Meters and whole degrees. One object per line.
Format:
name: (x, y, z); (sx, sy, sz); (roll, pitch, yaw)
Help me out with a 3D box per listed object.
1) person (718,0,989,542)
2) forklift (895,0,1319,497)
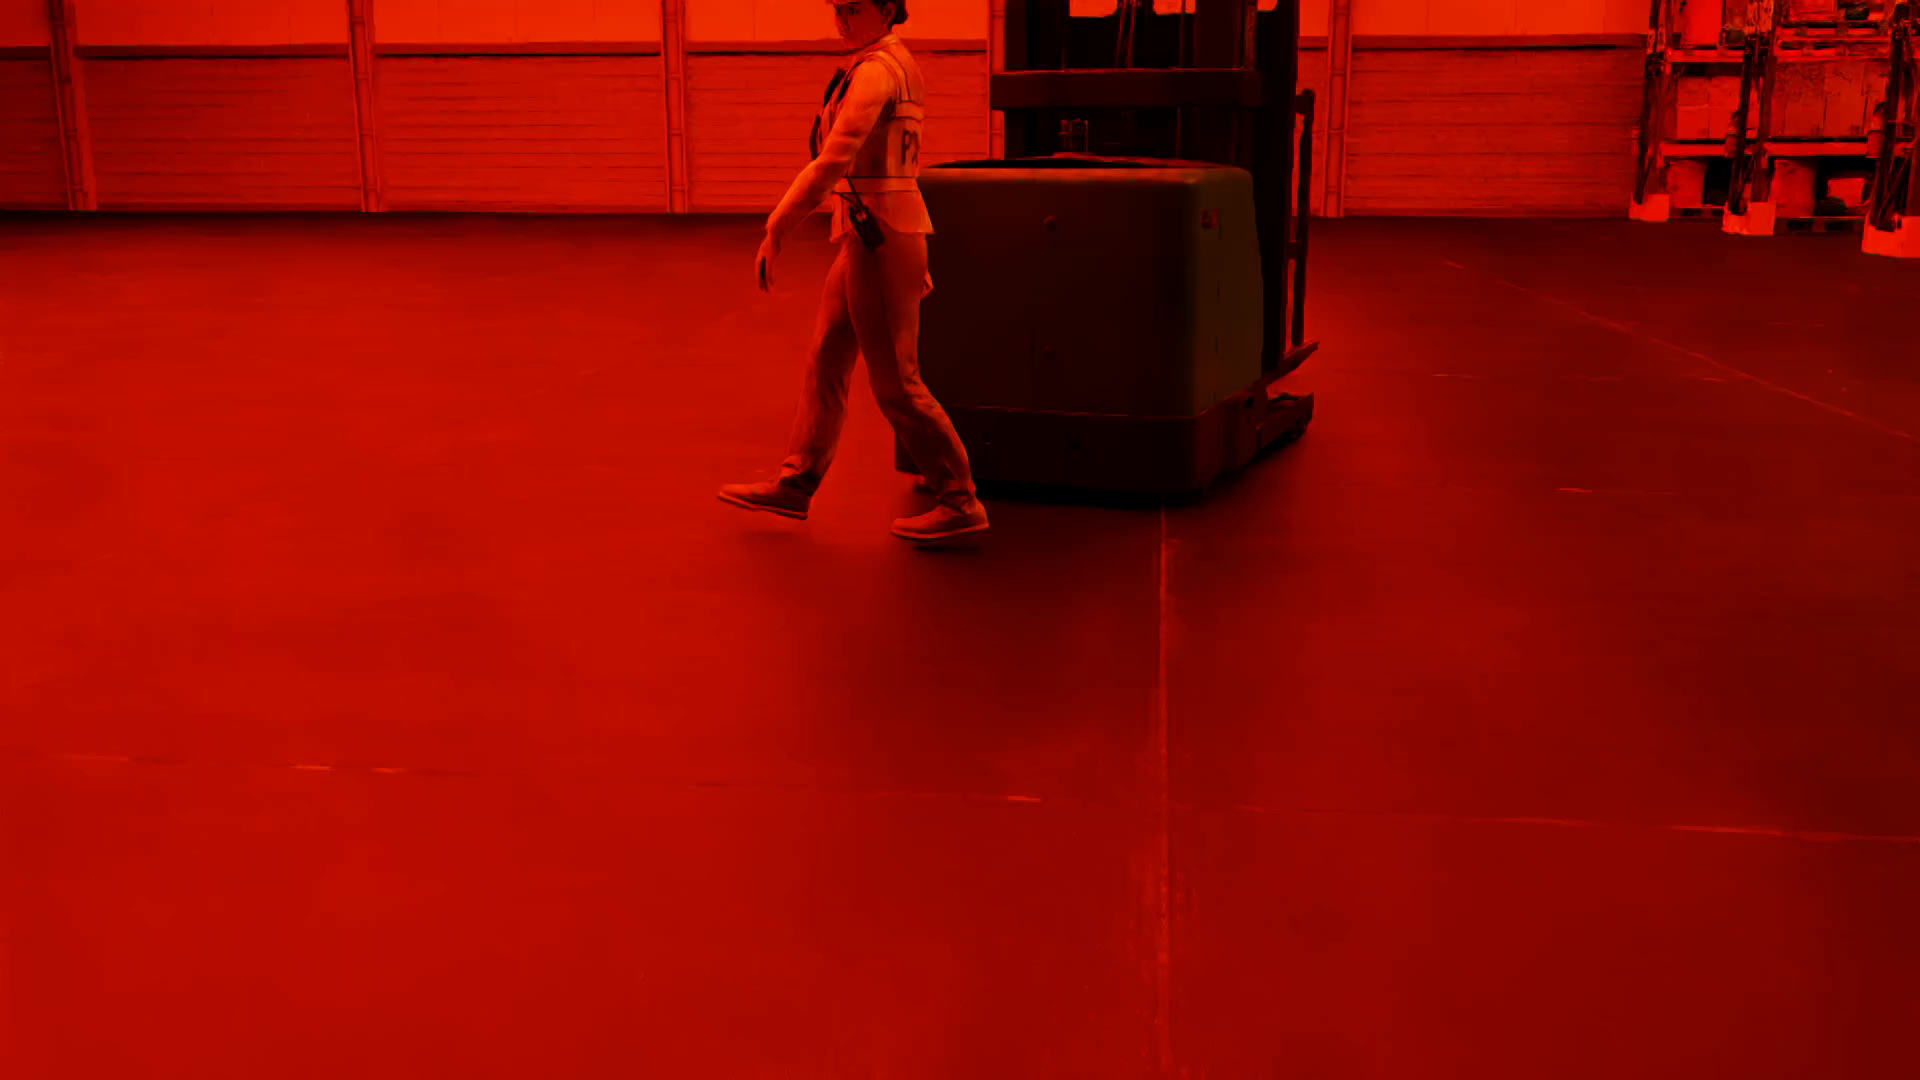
person: (-0.327, -0.825, 4.775); (0.830, 1.619, 0.617); (0, 13, 2)
forklift: (0.815, -1.861, 6.468); (1.130, 2.935, 3.031); (5, 14, 22)
